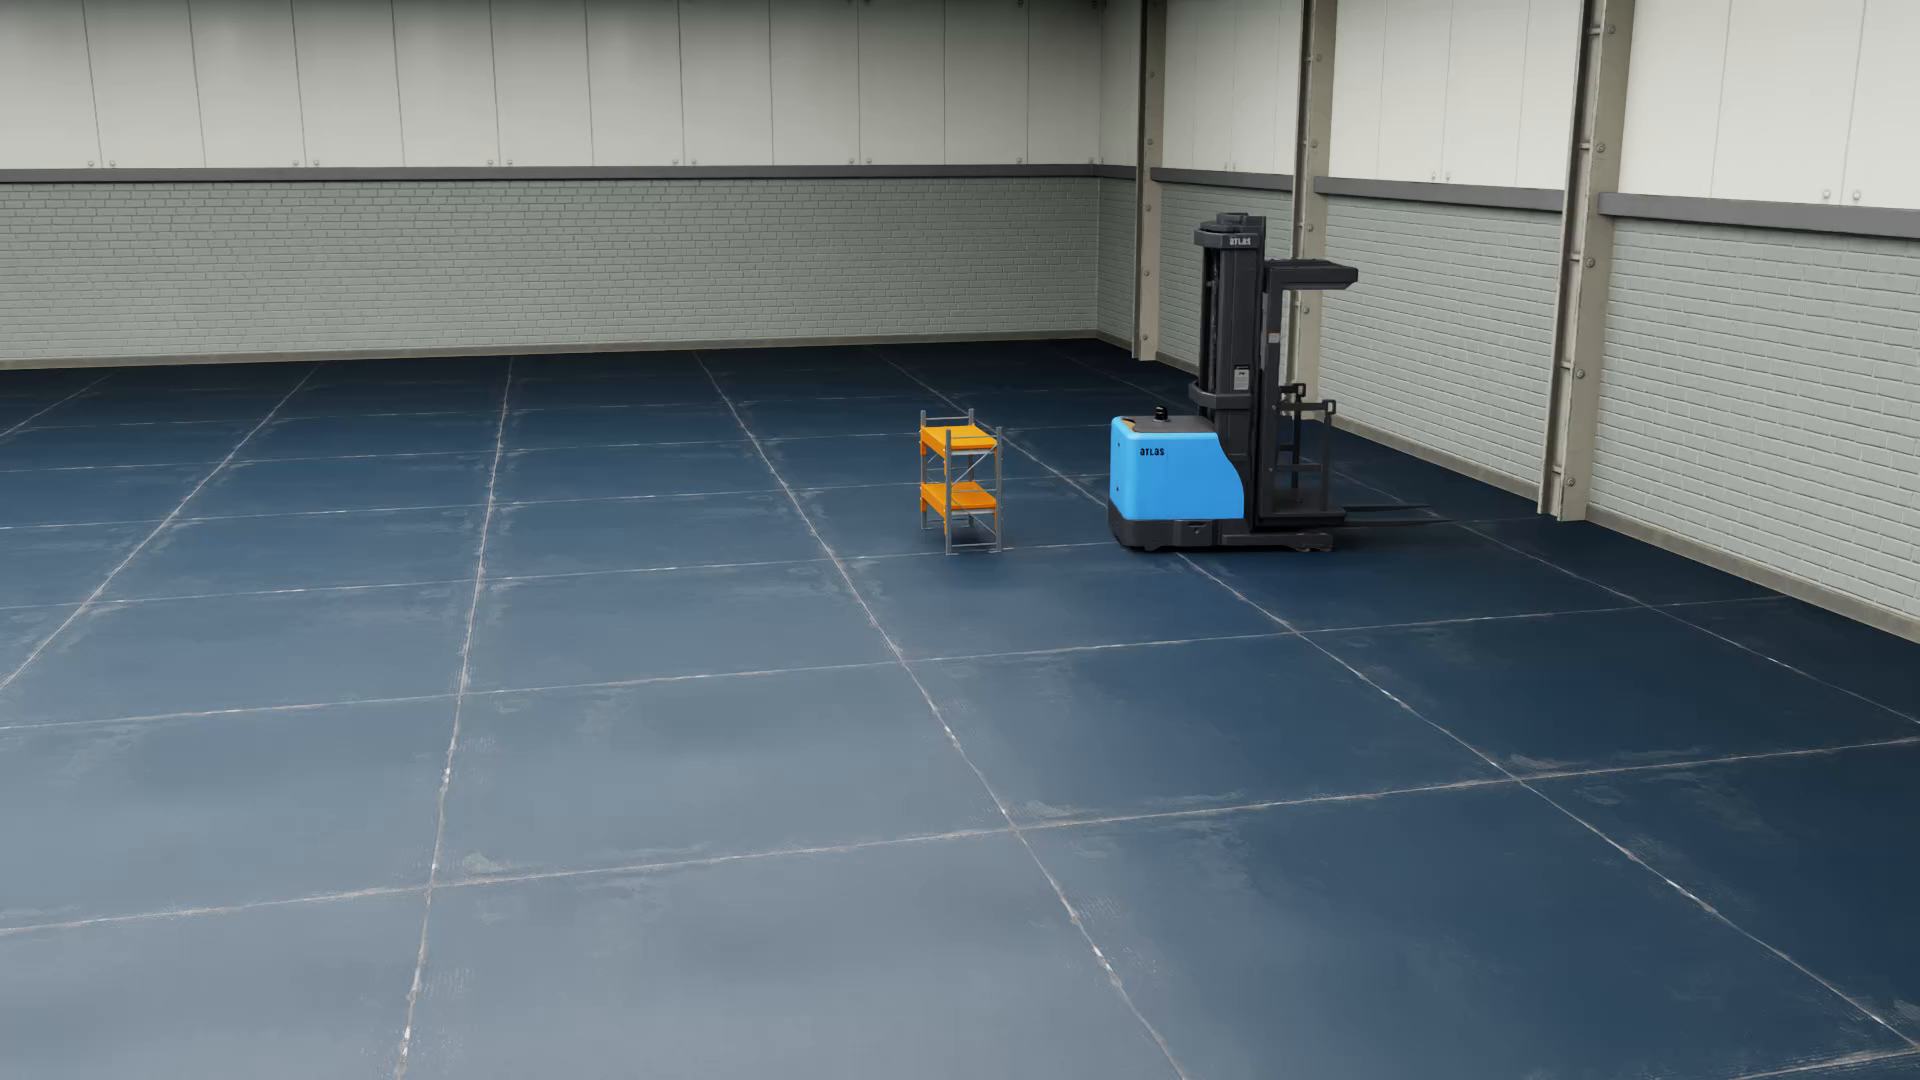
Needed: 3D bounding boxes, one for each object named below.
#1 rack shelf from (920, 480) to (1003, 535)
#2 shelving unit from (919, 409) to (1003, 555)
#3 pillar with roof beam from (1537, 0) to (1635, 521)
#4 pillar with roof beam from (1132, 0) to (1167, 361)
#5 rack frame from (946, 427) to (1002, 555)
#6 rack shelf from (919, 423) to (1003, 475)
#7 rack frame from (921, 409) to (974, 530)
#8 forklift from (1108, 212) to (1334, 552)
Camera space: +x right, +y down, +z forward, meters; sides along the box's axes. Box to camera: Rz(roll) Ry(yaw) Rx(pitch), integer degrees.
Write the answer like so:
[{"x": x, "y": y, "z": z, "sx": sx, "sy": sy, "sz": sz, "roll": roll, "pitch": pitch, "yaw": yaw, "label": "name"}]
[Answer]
[{"x": 0.002, "y": -0.307, "z": 15.168, "sx": 0.538, "sy": 0.278, "sz": 1.000, "roll": -3, "pitch": 14, "yaw": -13, "label": "rack shelf"}, {"x": 0.002, "y": -0.545, "z": 15.110, "sx": 0.538, "sy": 1.125, "sz": 1.048, "roll": -3, "pitch": 14, "yaw": -13, "label": "shelving unit"}, {"x": 1.688, "y": -4.366, "z": 14.160, "sx": 9.100, "sy": 9.000, "sz": 0.400, "roll": -3, "pitch": 14, "yaw": -13, "label": "pillar with roof beam"}, {"x": -1.130, "y": -7.134, "z": 25.491, "sx": 9.100, "sy": 9.000, "sz": 0.400, "roll": -3, "pitch": 14, "yaw": -13, "label": "pillar with roof beam"}, {"x": 0.121, "y": -0.428, "z": 14.630, "sx": 0.500, "sy": 1.125, "sz": 0.032, "roll": -3, "pitch": 14, "yaw": -13, "label": "rack frame"}, {"x": 0.002, "y": -0.829, "z": 15.041, "sx": 0.538, "sy": 0.278, "sz": 1.000, "roll": -3, "pitch": 14, "yaw": -13, "label": "rack shelf"}, {"x": -0.118, "y": -0.662, "z": 15.590, "sx": 0.500, "sy": 1.125, "sz": 0.032, "roll": -3, "pitch": 14, "yaw": -13, "label": "rack frame"}, {"x": 2.930, "y": -1.442, "z": 14.975, "sx": 3.031, "sy": 2.935, "sz": 1.130, "roll": -1, "pitch": 14, "yaw": -4, "label": "forklift"}]
